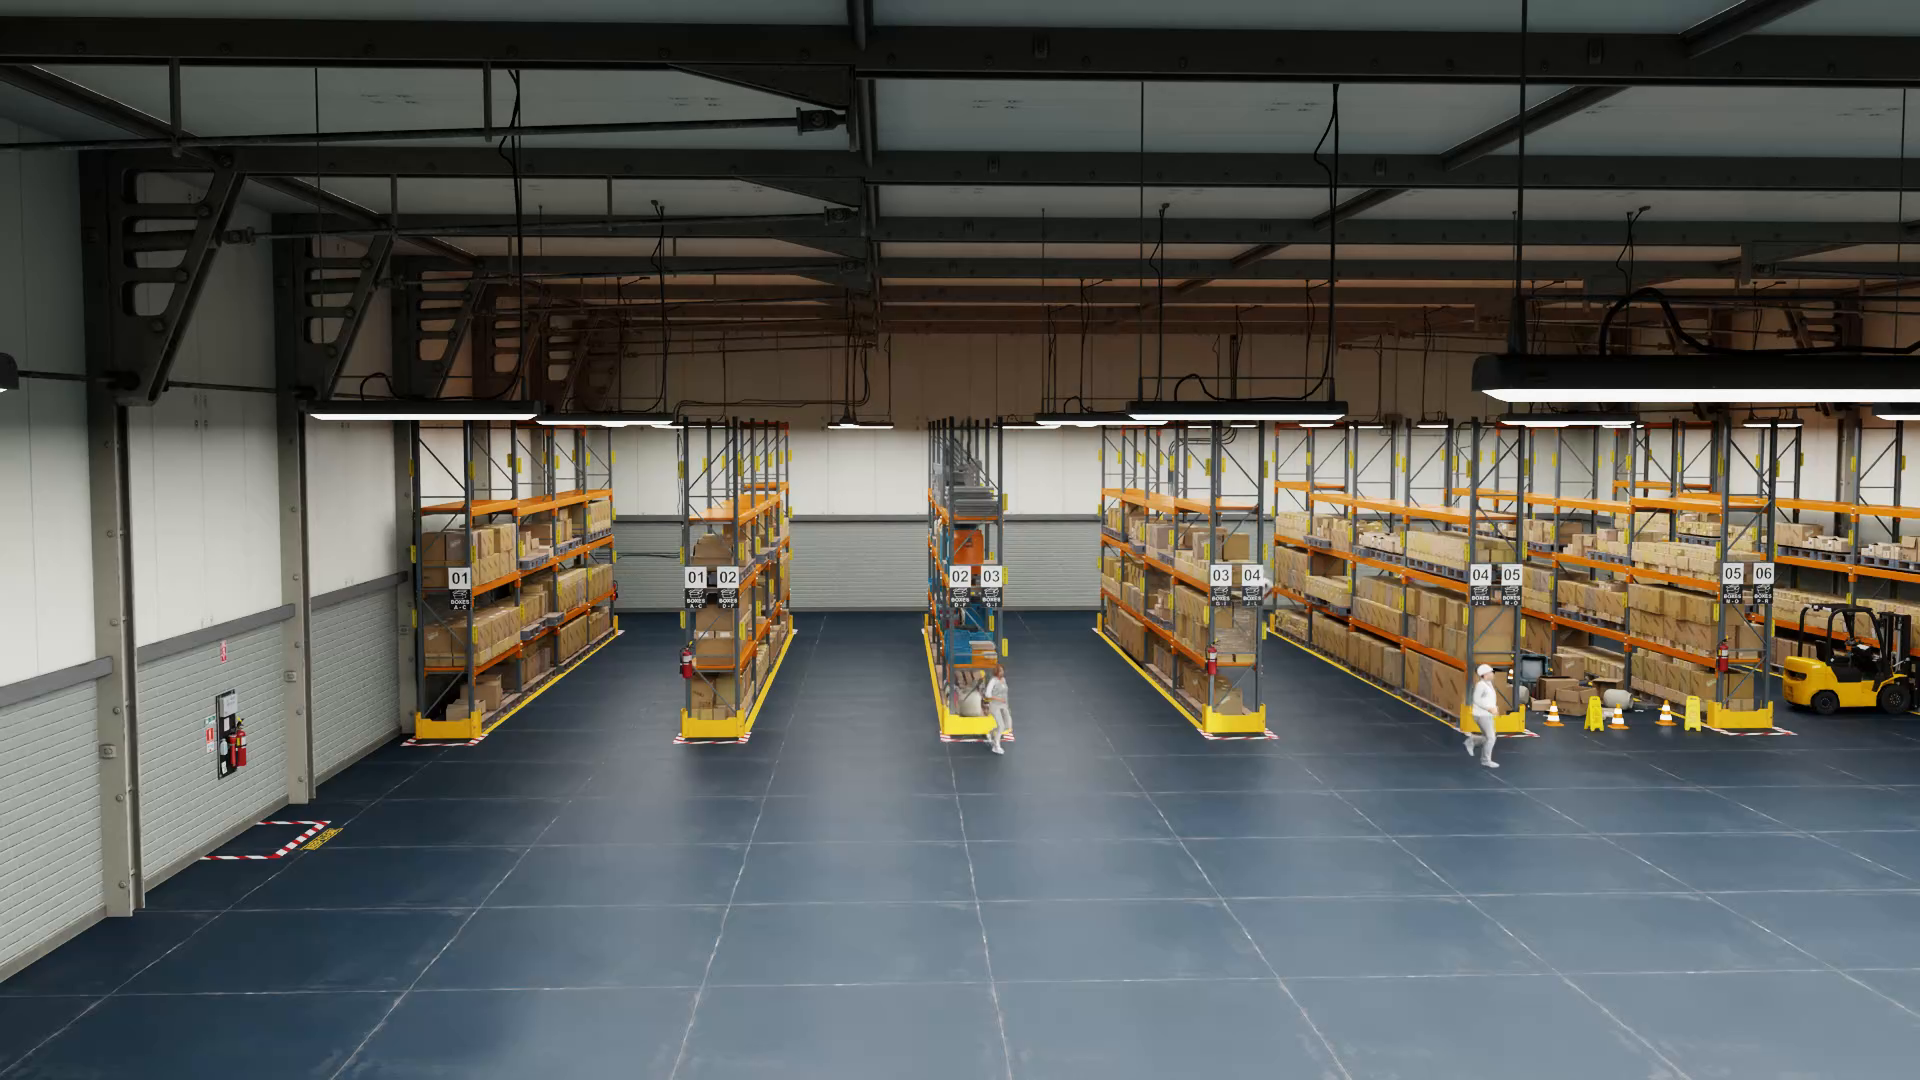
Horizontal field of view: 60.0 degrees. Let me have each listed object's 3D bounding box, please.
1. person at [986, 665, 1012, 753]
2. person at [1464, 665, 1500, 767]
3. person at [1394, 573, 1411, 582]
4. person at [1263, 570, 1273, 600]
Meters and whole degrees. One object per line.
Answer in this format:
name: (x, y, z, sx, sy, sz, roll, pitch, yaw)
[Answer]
person: (0.694, 3.018, 29.700, 0.549, 1.574, 0.571, 3, 5, 41)
person: (8.931, 3.003, 28.504, 0.652, 1.749, 0.657, 2, 4, 33)
person: (12.985, 1.594, 49.359, 0.952, 1.758, 0.720, 0, 4, -4)
person: (8.715, 1.707, 48.527, 0.671, 1.763, 0.703, -3, 5, -36)
